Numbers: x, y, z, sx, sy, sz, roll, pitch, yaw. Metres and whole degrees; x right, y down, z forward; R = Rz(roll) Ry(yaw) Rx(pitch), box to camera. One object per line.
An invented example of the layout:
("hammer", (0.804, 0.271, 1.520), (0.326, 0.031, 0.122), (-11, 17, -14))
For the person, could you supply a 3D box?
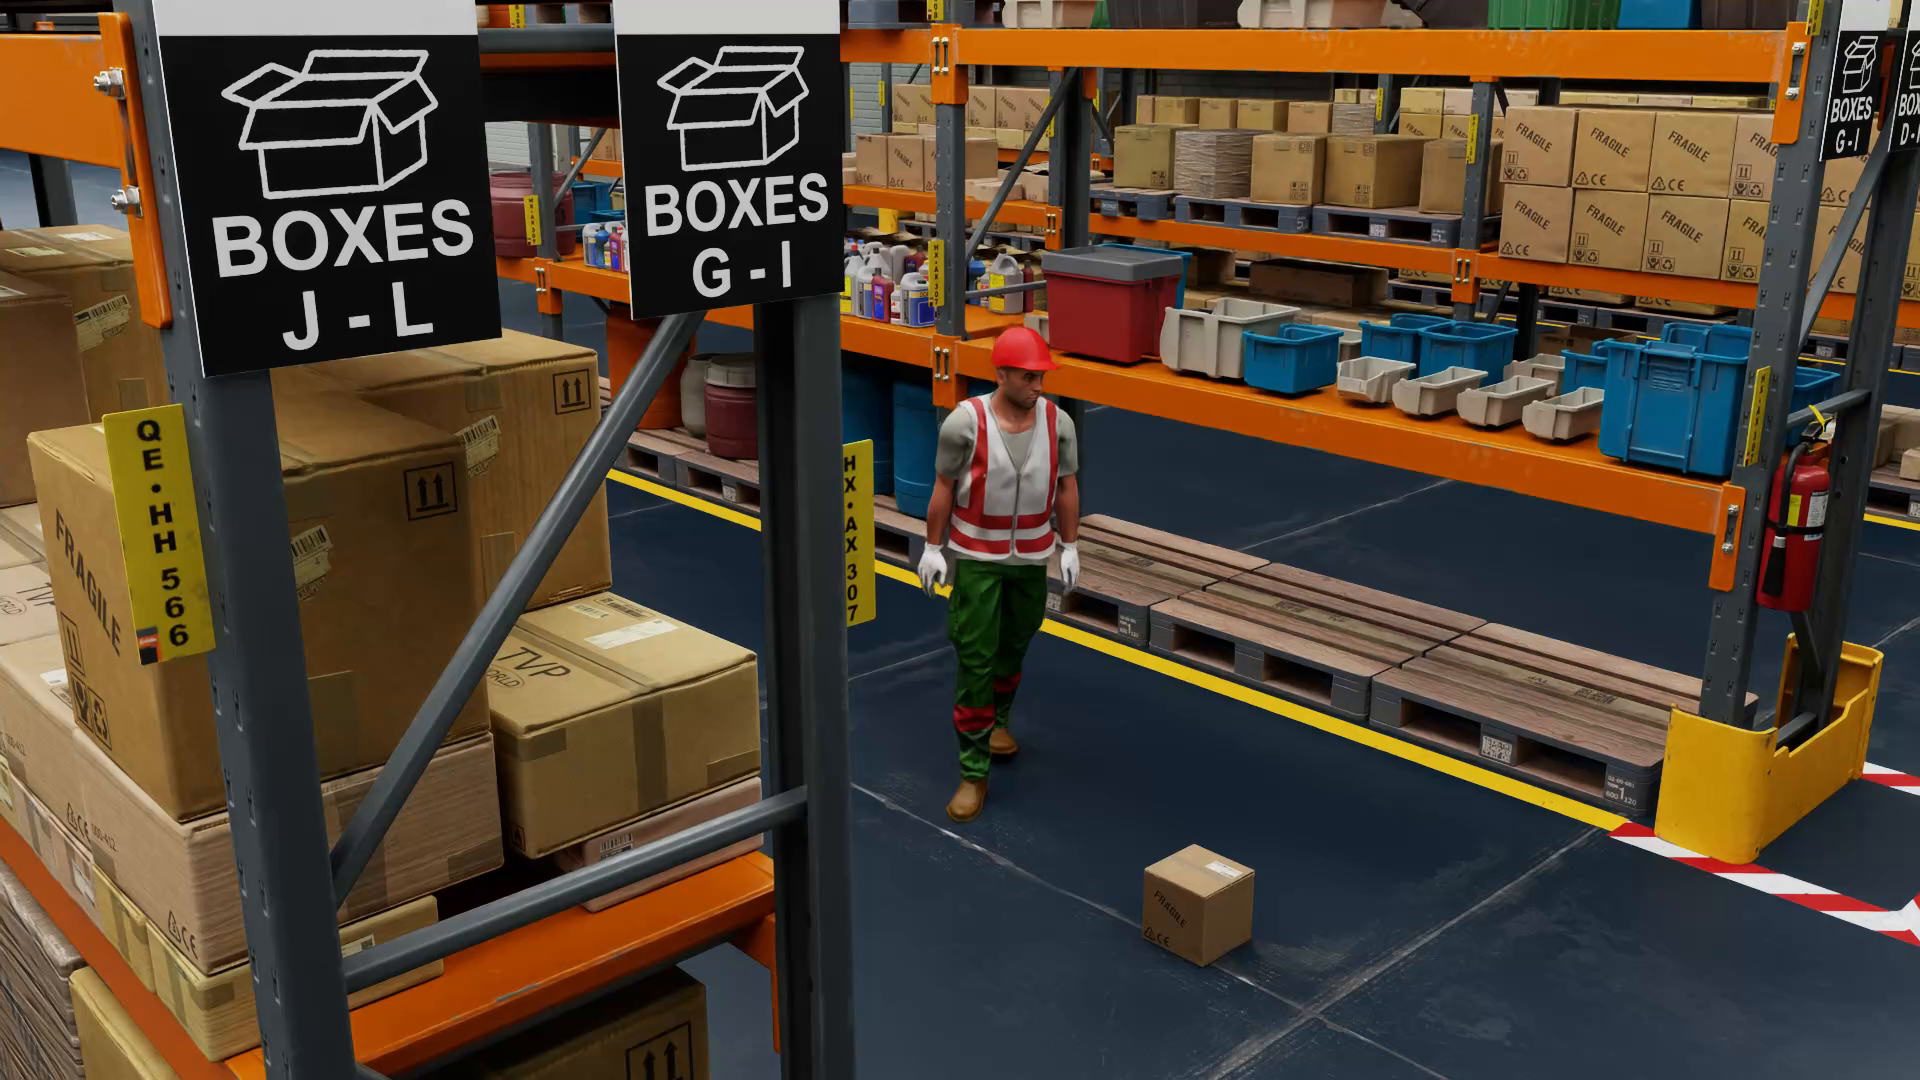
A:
("person", (0.166, 0.076, 6.272), (0.625, 1.784, 0.729), (-5, 18, -16))
